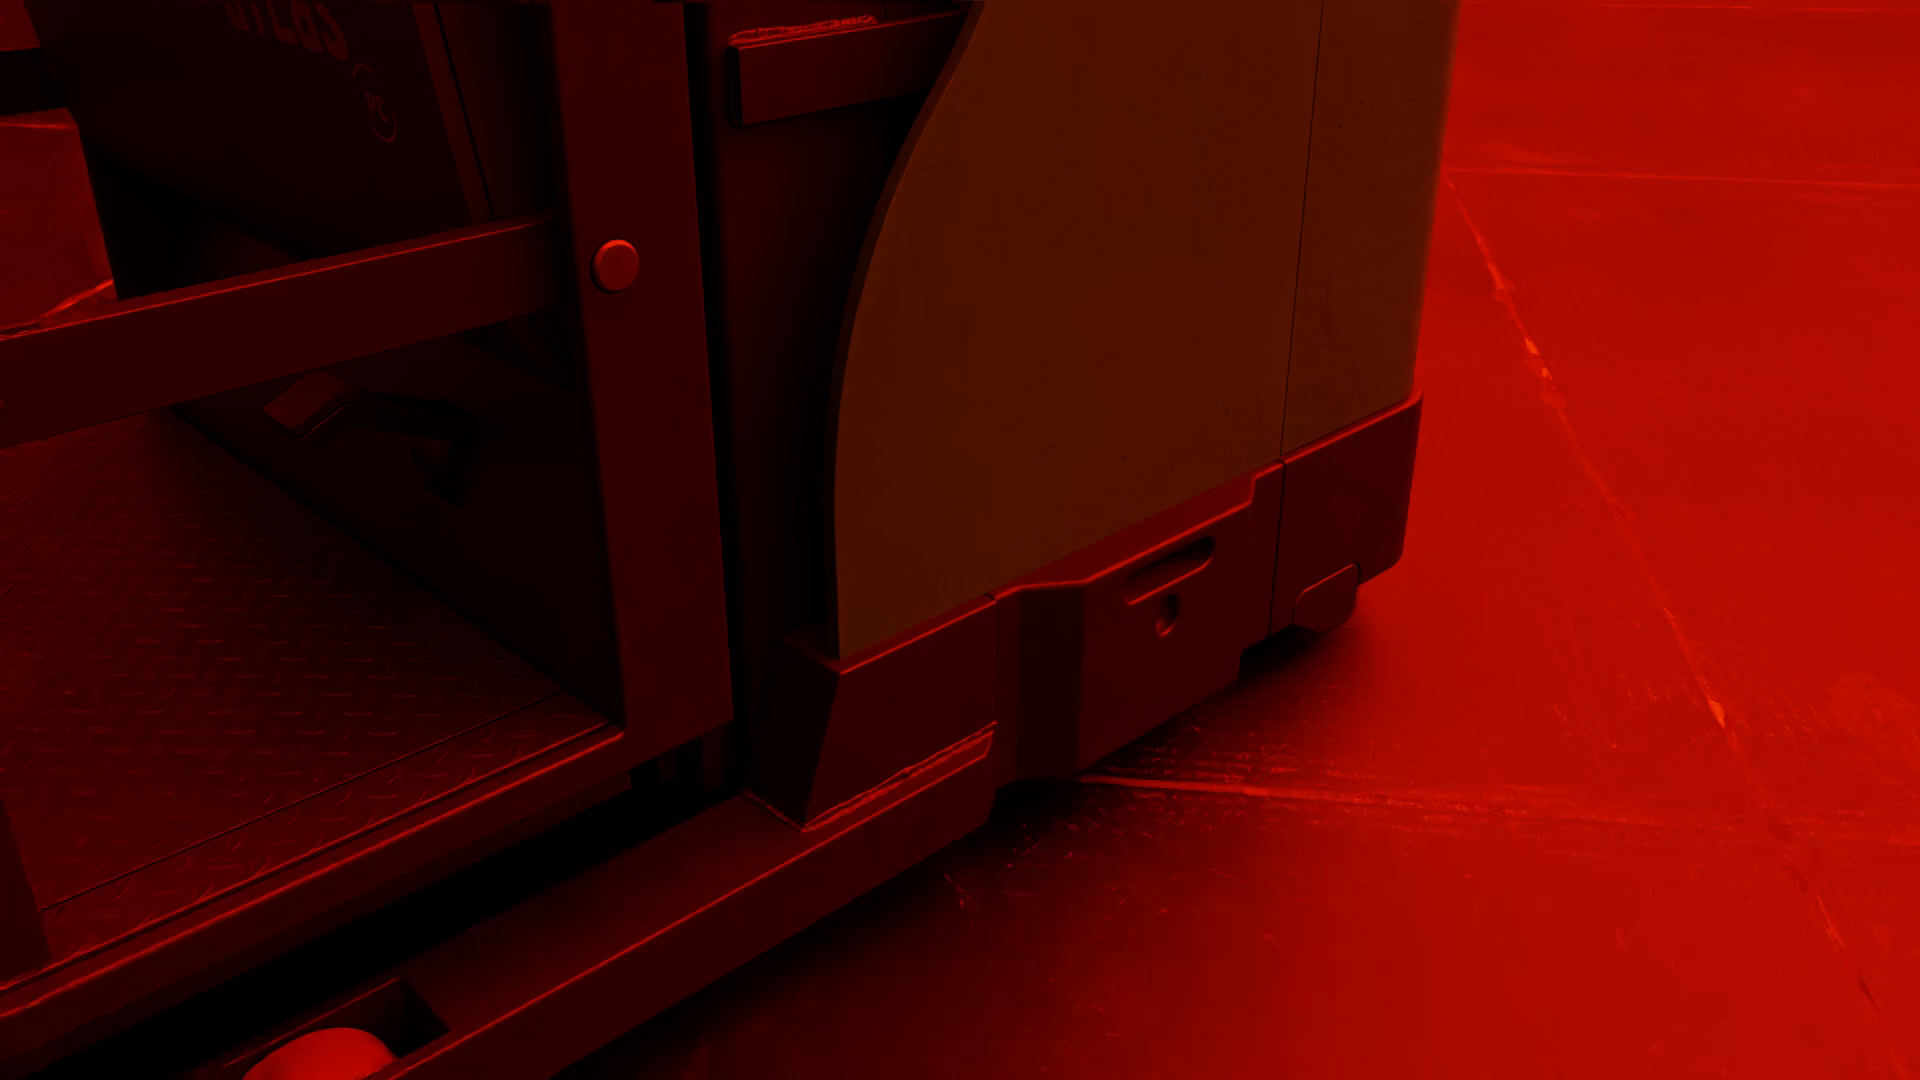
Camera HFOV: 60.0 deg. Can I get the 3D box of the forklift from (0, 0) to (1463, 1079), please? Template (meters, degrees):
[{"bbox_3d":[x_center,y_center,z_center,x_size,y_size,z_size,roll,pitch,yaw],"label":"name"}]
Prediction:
[{"bbox_3d":[-0.795,-0.943,1.107,3.031,2.935,1.130,-23,35,-38],"label":"forklift"}]
